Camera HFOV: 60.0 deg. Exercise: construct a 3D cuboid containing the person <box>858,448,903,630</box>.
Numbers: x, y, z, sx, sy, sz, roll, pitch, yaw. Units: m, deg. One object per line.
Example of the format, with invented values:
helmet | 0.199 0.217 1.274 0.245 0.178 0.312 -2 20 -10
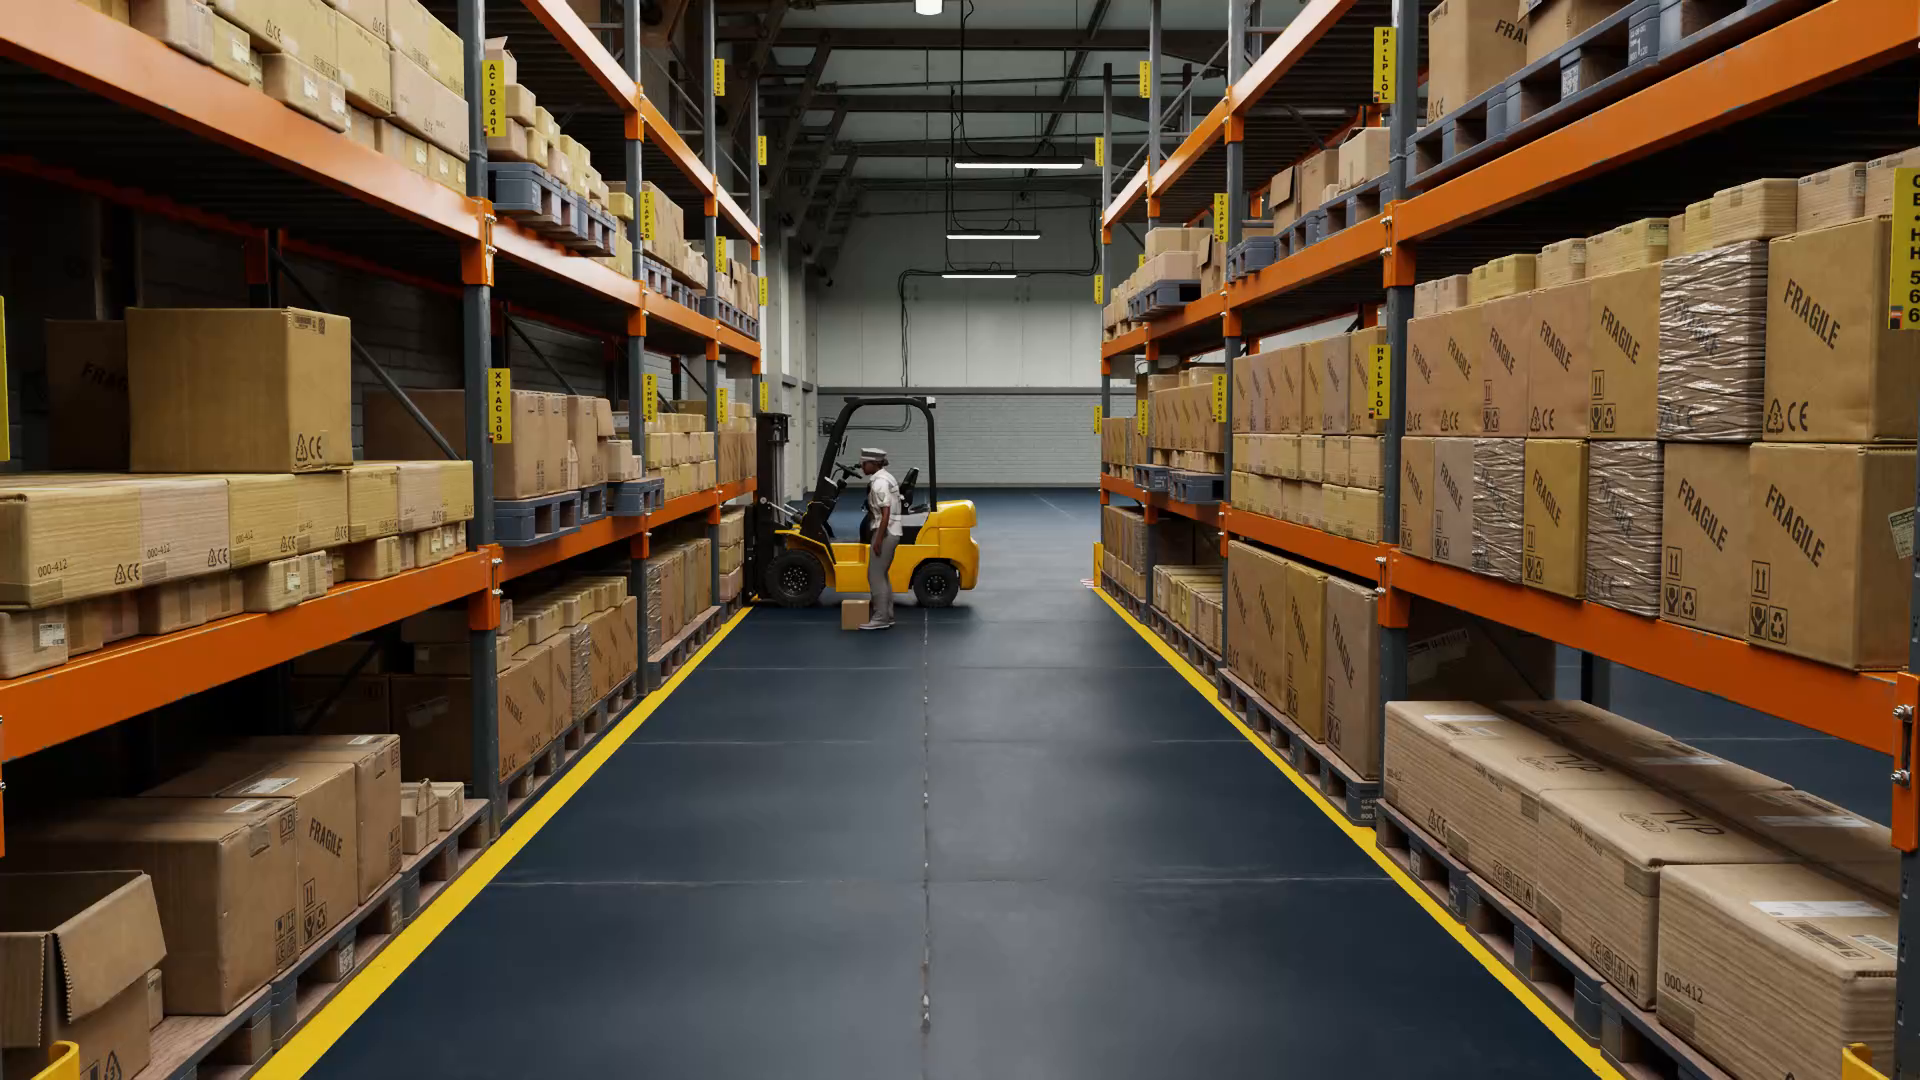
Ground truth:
person | -0.735 -0.016 15.241 0.417 1.658 0.514 0 4 -2
